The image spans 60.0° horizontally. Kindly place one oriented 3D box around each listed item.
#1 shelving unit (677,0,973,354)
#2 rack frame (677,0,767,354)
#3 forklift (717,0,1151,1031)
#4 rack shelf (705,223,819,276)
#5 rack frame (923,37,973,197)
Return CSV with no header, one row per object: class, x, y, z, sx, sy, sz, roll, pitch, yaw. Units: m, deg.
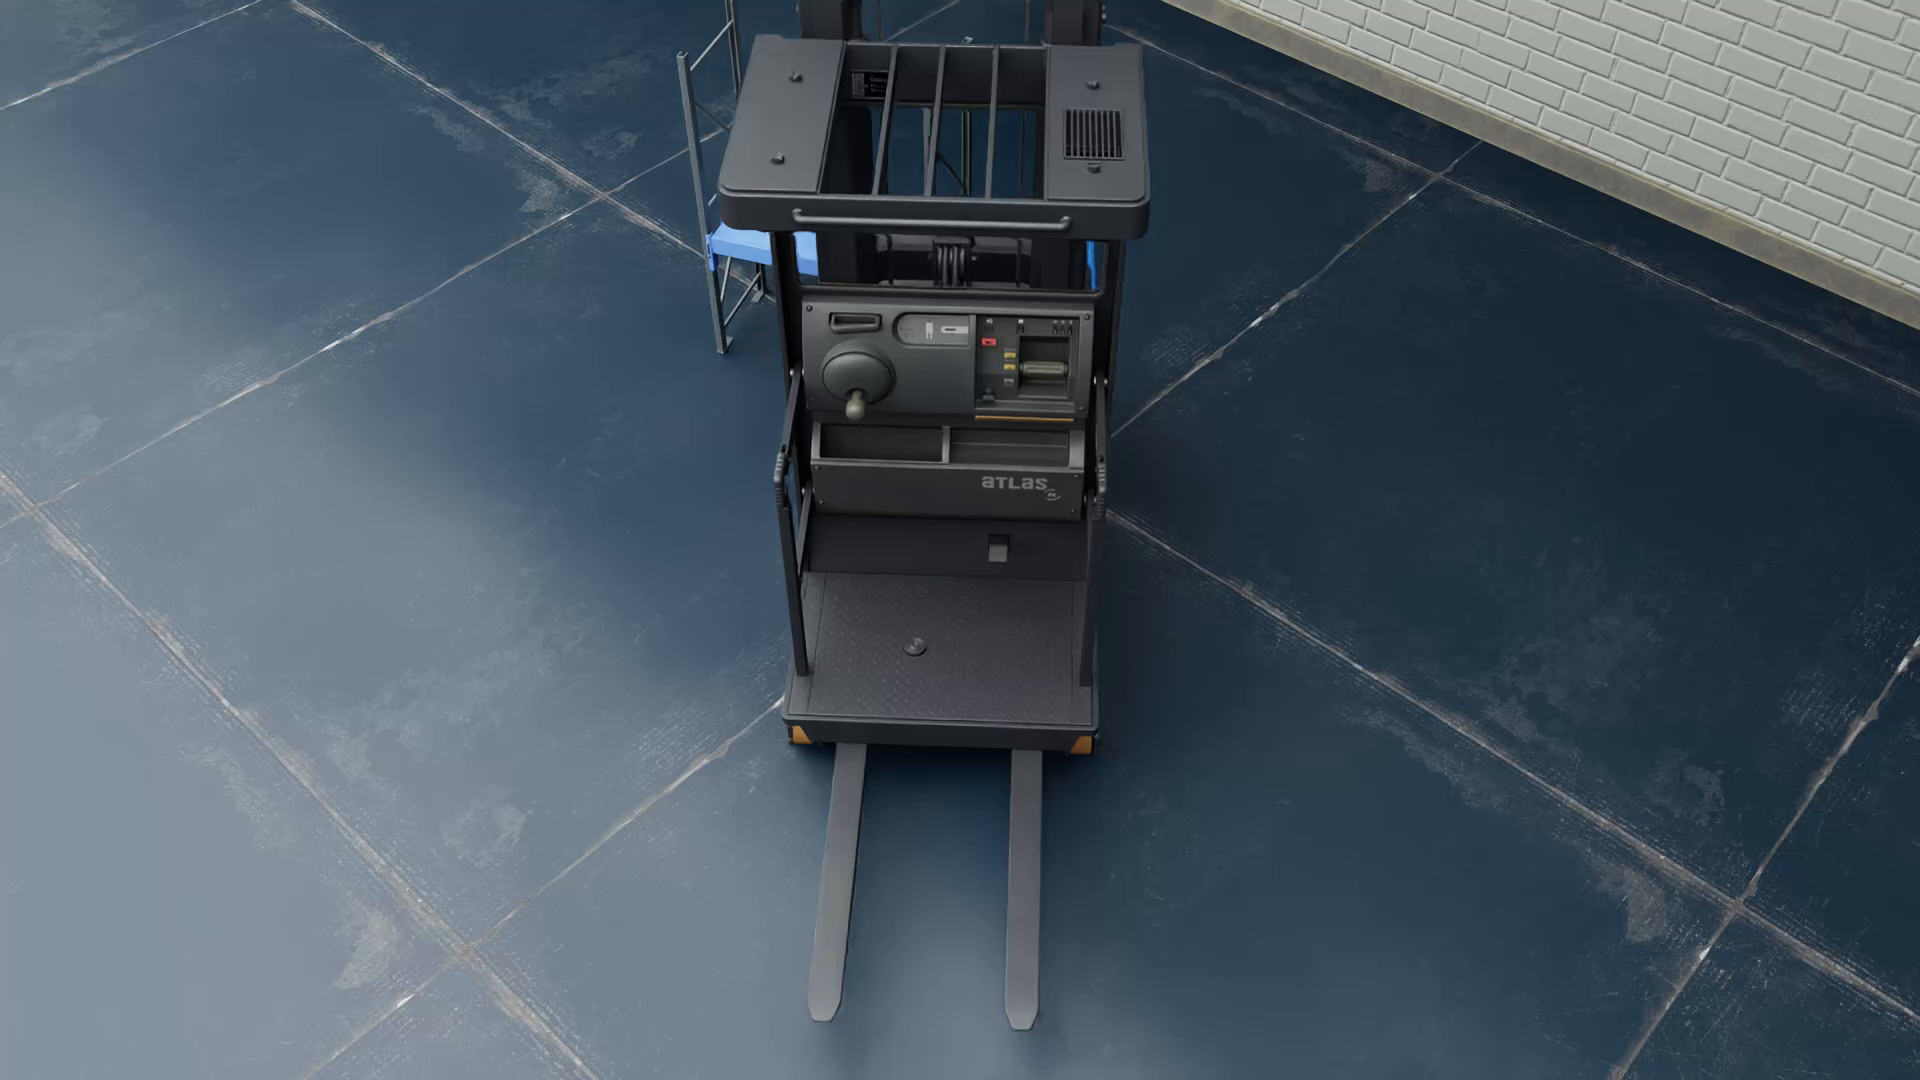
shelving unit,-0.525,-1.413,7.048,1.048,1.500,0.538,14,48,13
rack frame,-1.007,-1.532,7.160,0.032,1.500,0.500,14,48,13
forklift,-0.048,-0.476,5.187,1.130,2.935,3.031,2,47,2
rack shelf,-0.525,-1.290,7.179,1.000,0.185,0.538,14,48,13
rack frame,-0.044,-1.294,6.936,0.032,1.500,0.500,14,48,13
